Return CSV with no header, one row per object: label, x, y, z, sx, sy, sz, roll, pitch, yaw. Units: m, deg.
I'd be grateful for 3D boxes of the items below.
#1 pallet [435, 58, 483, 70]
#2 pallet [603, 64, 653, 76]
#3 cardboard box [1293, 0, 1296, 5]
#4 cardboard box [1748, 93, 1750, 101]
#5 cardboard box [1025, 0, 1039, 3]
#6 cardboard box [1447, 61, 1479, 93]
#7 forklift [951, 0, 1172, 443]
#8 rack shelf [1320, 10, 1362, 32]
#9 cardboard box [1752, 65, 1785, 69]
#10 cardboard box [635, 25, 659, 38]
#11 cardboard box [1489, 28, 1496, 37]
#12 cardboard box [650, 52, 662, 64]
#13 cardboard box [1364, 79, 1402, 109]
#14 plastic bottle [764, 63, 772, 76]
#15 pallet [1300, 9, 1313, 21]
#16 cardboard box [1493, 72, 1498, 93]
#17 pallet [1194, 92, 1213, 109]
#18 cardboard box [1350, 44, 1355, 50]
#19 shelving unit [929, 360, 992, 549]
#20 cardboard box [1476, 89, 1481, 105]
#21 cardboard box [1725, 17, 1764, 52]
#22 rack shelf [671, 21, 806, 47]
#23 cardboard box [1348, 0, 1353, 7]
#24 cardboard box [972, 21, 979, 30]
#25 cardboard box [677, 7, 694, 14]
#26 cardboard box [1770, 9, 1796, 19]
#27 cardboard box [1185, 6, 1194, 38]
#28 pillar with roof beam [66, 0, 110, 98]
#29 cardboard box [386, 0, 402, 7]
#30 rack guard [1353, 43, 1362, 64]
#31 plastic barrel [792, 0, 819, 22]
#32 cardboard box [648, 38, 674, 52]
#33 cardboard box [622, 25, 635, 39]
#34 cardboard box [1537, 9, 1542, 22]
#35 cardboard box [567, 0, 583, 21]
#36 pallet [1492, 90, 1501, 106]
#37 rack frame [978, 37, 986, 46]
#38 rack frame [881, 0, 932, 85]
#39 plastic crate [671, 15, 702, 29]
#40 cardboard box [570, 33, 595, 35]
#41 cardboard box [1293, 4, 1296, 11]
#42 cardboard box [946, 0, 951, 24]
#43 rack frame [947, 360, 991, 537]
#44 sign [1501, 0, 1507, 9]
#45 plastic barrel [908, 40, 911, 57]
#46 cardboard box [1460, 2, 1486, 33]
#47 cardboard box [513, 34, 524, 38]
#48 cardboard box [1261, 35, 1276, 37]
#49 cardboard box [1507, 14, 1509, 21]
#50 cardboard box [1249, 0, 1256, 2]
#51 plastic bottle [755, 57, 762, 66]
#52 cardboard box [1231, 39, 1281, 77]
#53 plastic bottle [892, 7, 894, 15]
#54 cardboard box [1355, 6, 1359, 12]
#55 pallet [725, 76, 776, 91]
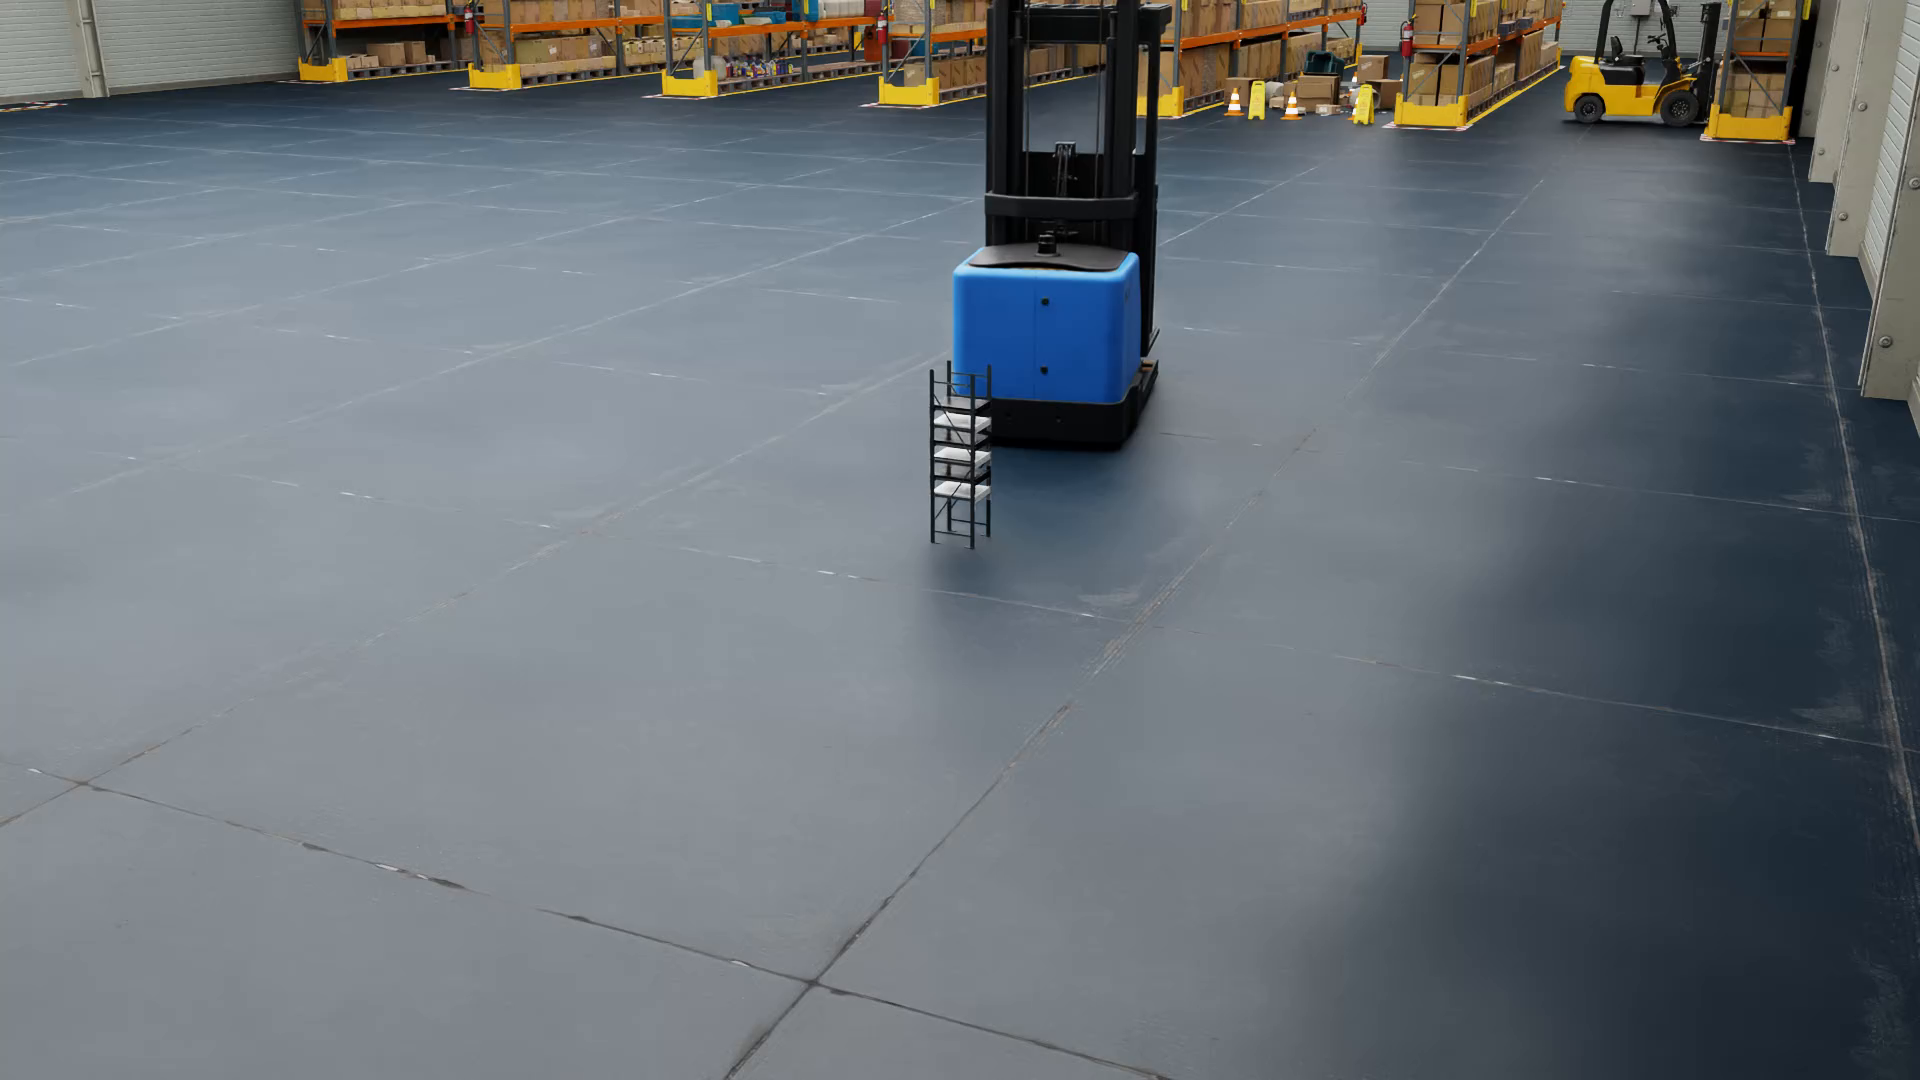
pallet,-12.624,-12.058,42.060,1.003,0.211,1.213,9,21,23
pallet,-8.154,-11.372,40.130,1.003,0.211,1.213,9,21,23
cardboard box,7.334,-12.111,37.352,0.380,0.149,0.250,8,21,21
cardboard box,12.678,-7.314,27.288,0.500,0.250,0.500,8,21,22
cardboard box,1.069,-11.799,35.647,1.000,1.000,1.000,9,21,23
cardboard box,8.821,-8.144,29.251,0.500,0.500,0.500,8,21,21
forklift,0.759,-2.413,10.880,1.130,2.935,3.031,4,20,12
rack shelf,9.194,-13.101,41.905,1.077,0.370,4.000,9,21,23
cardboard box,13.748,-7.942,28.308,0.500,0.250,0.500,9,21,23
cardboard box,-9.266,-14.814,48.751,0.700,0.500,0.500,9,21,23
cardboard box,9.707,-9.399,30.797,0.380,0.149,0.250,9,22,24
cardboard box,-7.609,-11.762,40.541,0.500,0.250,0.500,8,21,21
cardboard box,7.977,-8.418,31.388,0.500,0.500,0.500,-9,22,-24
plastic bottle,-4.185,-10.255,36.237,0.152,0.276,0.135,9,21,24
pallet,7.511,-12.126,38.377,1.003,0.211,1.213,9,21,23
cardboard box,9.869,-8.855,32.188,0.950,0.372,0.625,9,21,23
pallet,4.218,-8.473,31.980,1.003,0.211,1.213,9,21,23
cardboard box,10.058,-12.846,43.297,0.380,0.149,0.250,8,21,21
shelving unit,0.003,-0.426,8.325,0.258,0.900,0.210,9,21,23
cardboard box,9.029,-7.947,29.814,0.500,0.250,0.500,10,22,26
cardboard box,12.511,-8.066,26.523,0.500,0.500,0.500,8,21,21
rack shelf,-4.722,-10.824,35.502,1.077,0.370,4.000,9,21,23
cardboard box,9.650,-13.753,42.071,0.500,0.500,0.500,9,21,23
cardboard box,0.168,-10.414,33.649,0.380,0.149,0.250,9,21,23
cardboard box,-6.899,-13.247,41.615,0.380,0.149,0.250,9,21,23
cardboard box,12.924,-8.253,26.082,0.380,0.149,0.250,8,21,21
cardboard box,3.777,-9.522,30.543,0.875,0.550,0.550,9,21,23
pillar with roof beam,-13.611,-12.645,30.596,9.100,9.000,0.400,9,21,23
cardboard box,-13.480,-12.774,38.986,0.500,0.500,0.500,9,22,24
rack guard,9.982,-12.851,43.857,1.175,0.500,0.348,9,21,23
plastic barrel,-3.468,-12.087,37.231,0.600,0.901,0.708,9,21,23
cardboard box,-7.396,-12.184,40.892,0.500,0.311,0.500,9,22,24
cardboard box,-9.813,-14.548,47.480,0.750,0.750,0.750,9,21,23
cardboard box,12.769,-11.783,37.347,0.500,0.250,0.500,8,21,22
cardboard box,-9.015,-12.051,37.728,0.700,0.500,0.500,9,21,24
pallet,9.974,-8.659,32.503,1.003,0.211,1.213,9,21,23
rack frame,1.011,-15.443,47.415,1.000,3.000,0.127,9,21,23
rack frame,-1.022,-9.872,31.751,1.000,3.000,0.127,9,21,23
plastic crate,-5.609,-10.676,34.233,0.499,0.251,0.616,9,21,23
cardboard box,-8.896,-11.612,39.001,0.500,0.500,0.500,9,21,23
cardboard box,7.325,-11.959,37.368,0.380,0.149,0.250,10,22,25
cardboard box,-0.677,-10.393,32.623,0.875,0.500,0.500,9,21,23
rack frame,0.045,-0.458,8.412,0.240,0.900,0.006,9,21,23
sign,10.155,-10.071,31.018,0.100,0.325,0.005,9,21,23
plastic barrel,-1.468,-12.705,42.803,0.421,0.512,0.421,0,20,0
cardboard box,8.882,-9.121,29.046,0.500,0.500,0.500,8,21,22
cardboard box,-11.868,-13.017,43.669,0.700,0.500,0.500,9,21,23
cardboard box,6.975,-11.380,37.977,0.500,0.250,0.500,9,21,23
cardboard box,10.471,-10.185,32.380,0.380,0.149,0.250,9,21,24
cardboard box,5.713,-11.366,34.311,0.700,0.500,0.500,9,21,23
plastic bottle,-4.481,-10.524,36.881,0.144,0.351,0.185,9,21,23
cardboard box,6.406,-10.570,36.445,1.050,0.750,0.750,8,21,22
plastic bottle,-1.681,-13.053,40.992,0.097,0.201,0.097,0,20,0
cardboard box,10.138,-13.795,43.156,0.380,0.149,0.250,9,21,23
pallet,-4.714,-9.887,35.954,1.003,0.211,1.213,9,21,23
